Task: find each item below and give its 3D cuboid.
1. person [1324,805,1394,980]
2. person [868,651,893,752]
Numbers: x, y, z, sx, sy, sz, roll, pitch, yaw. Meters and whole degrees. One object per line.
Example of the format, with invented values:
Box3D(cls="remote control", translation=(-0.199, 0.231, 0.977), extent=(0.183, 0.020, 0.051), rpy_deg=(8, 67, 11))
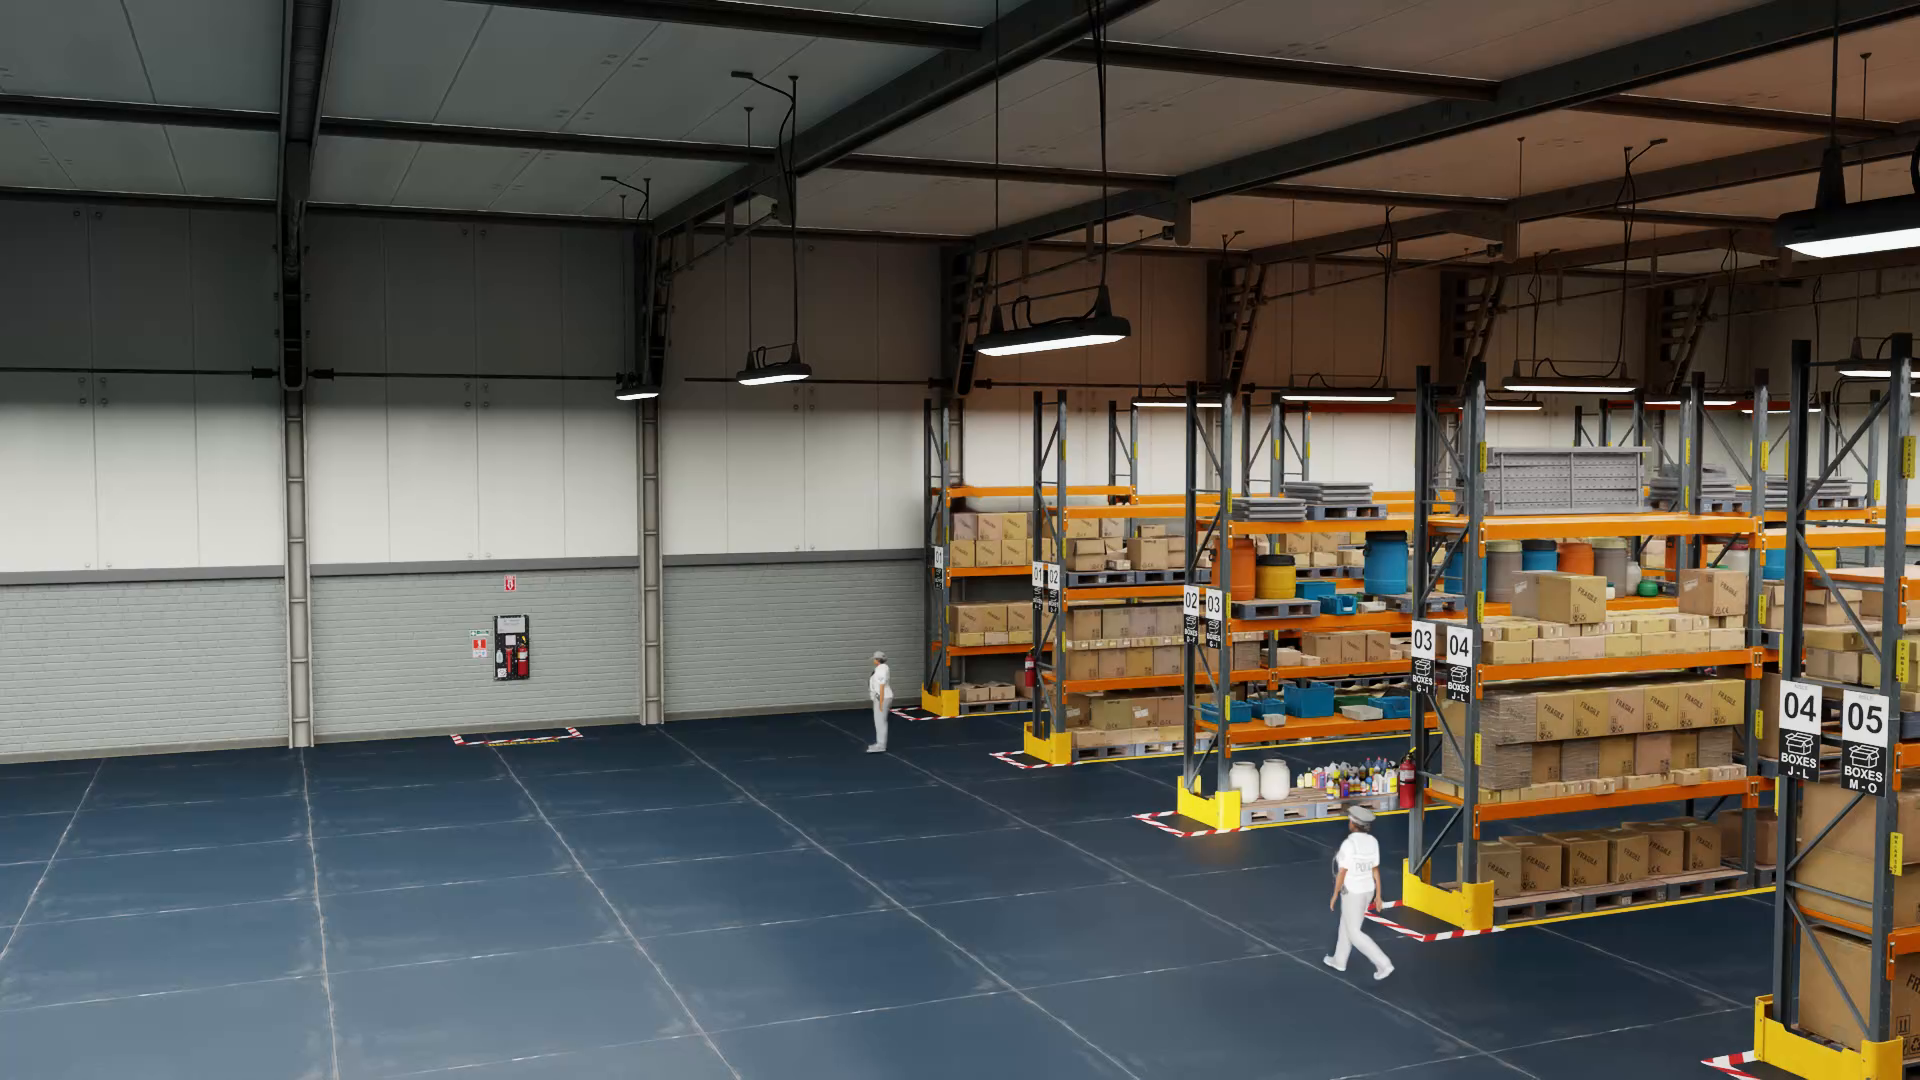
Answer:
Box3D(cls="person", translation=(3.824, 3.389, 15.994), extent=(0.926, 1.655, 0.443), rpy_deg=(3, 5, 45))
Box3D(cls="person", translation=(-1.342, 2.693, 27.828), extent=(0.428, 1.670, 0.528), rpy_deg=(0, 3, 2))
